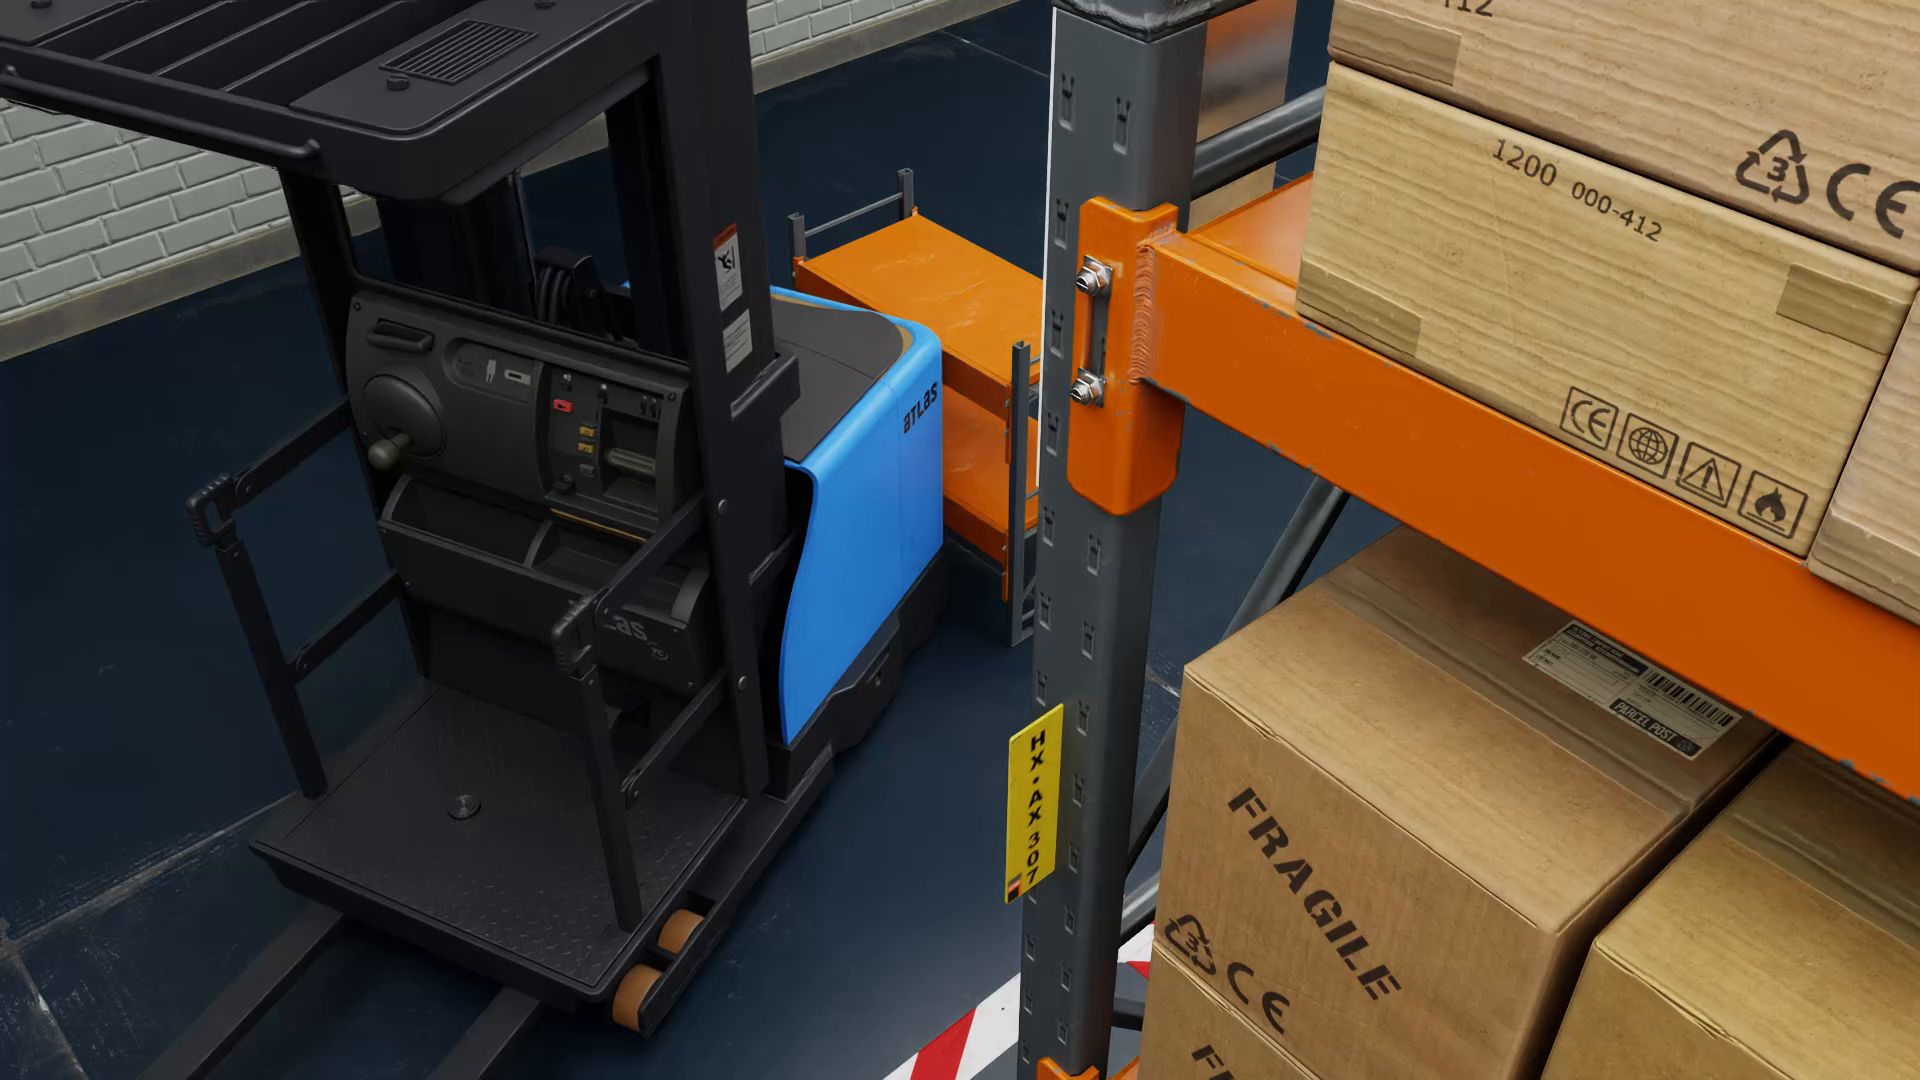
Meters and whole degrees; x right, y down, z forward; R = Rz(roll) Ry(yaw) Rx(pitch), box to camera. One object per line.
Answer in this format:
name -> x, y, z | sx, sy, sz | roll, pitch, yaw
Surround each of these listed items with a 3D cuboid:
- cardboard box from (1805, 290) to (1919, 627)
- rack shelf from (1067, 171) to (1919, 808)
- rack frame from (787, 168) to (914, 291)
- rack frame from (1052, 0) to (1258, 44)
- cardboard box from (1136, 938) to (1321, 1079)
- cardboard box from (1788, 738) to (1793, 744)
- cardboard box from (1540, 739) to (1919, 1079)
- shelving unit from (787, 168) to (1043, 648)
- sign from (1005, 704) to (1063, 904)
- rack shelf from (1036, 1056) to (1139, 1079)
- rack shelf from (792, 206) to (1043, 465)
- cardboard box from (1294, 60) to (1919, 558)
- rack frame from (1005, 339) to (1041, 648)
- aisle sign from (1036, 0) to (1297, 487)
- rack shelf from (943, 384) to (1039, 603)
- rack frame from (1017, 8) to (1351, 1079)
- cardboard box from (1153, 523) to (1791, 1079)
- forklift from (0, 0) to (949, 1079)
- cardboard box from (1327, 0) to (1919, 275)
cardboard box -> 0.989, -0.062, 1.172 | 0.500, 0.250, 0.500 | -30, 48, -32
rack shelf -> 1.853, 0.502, 0.926 | 1.077, 0.370, 4.000 | -30, 48, -32
rack frame -> -0.348, -0.676, 5.692 | 0.500, 1.125, 0.032 | -30, 48, -32
rack frame -> 0.500, -1.870, 0.904 | 1.000, 3.000, 0.127 | -30, 48, -32
cardboard box -> 0.606, 0.742, 2.364 | 0.500, 0.500, 0.500 | -29, 47, -31
cardboard box -> 1.004, 0.125, 2.333 | 0.500, 0.500, 0.500 | -30, 48, -32
cardboard box -> 0.965, 0.592, 1.754 | 0.500, 0.500, 0.500 | -29, 47, -31
shelving unit -> -0.005, -0.441, 5.400 | 0.538, 1.125, 1.048 | -30, 48, -32
sign -> 0.101, 0.358, 2.231 | 0.100, 0.325, 0.005 | -30, 48, -32
rack shelf -> 1.853, 1.669, 1.868 | 1.077, 0.370, 4.000 | -30, 48, -32
rack shelf -> -0.005, -0.668, 5.217 | 0.538, 0.278, 1.000 | -30, 48, -32
cardboard box -> 0.661, -0.299, 1.465 | 0.500, 0.250, 0.500 | -30, 48, -32
rack frame -> 0.339, -0.205, 5.109 | 0.500, 1.125, 0.032 | -30, 48, -32
aisle sign -> 0.238, -0.454, 1.856 | 0.394, 0.787, 0.004 | -30, 48, -32
rack shelf -> -0.005, -0.251, 5.554 | 0.538, 0.278, 1.000 | -30, 48, -32
rack frame -> 0.500, 0.464, 2.788 | 1.000, 3.000, 0.127 | -30, 48, -32
cardboard box -> 0.606, 0.353, 2.050 | 0.500, 0.500, 0.500 | -28, 47, -31
forklift -> -1.128, -0.216, 3.685 | 1.130, 2.935, 3.031 | 17, 42, 20
cardboard box -> 0.656, -0.491, 1.305 | 0.500, 0.250, 0.500 | -30, 48, -32
